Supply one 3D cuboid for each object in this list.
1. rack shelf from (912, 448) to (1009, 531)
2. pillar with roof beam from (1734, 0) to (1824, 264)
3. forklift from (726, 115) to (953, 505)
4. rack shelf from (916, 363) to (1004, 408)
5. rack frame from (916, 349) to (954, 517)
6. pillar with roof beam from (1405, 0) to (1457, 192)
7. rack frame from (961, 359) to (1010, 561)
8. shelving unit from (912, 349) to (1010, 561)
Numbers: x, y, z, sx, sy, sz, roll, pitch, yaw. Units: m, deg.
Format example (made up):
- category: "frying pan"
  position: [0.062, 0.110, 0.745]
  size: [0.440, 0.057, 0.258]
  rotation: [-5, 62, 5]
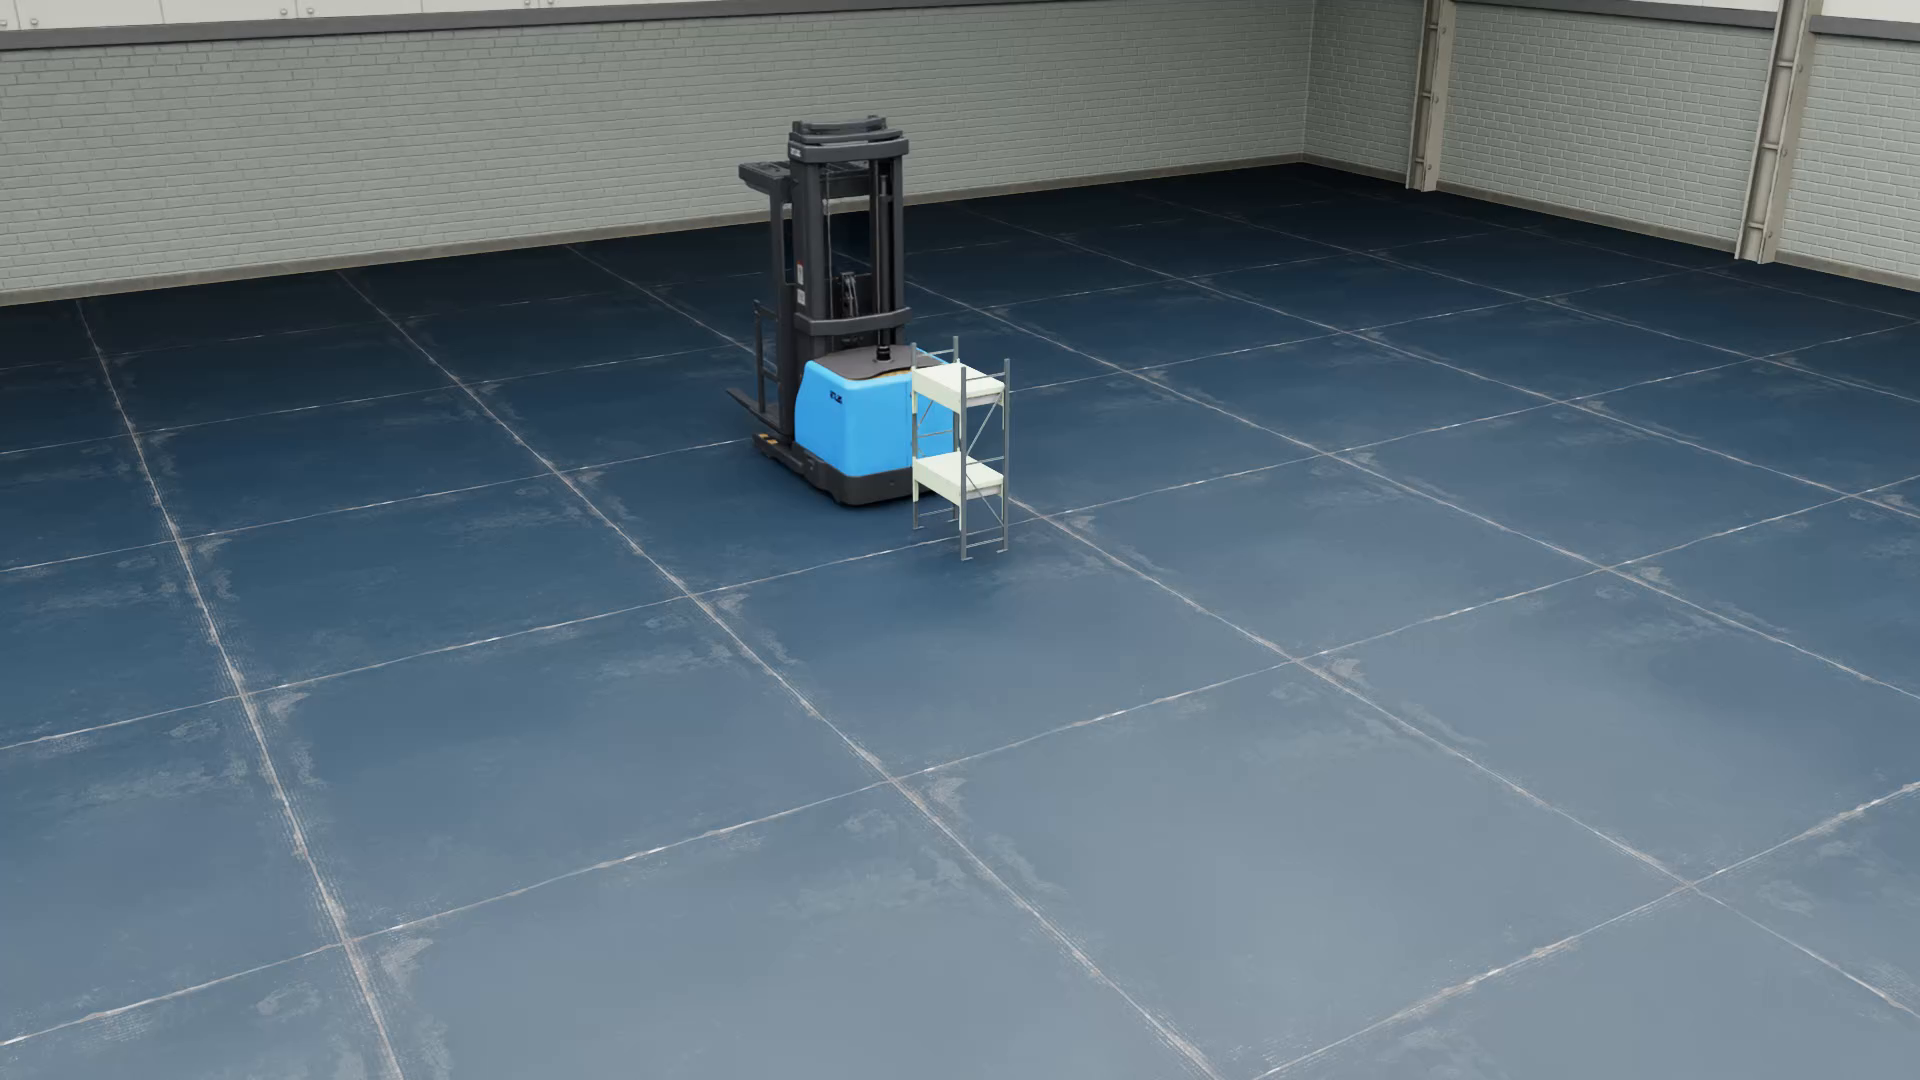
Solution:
- category: "rack shelf"
  position: [-0.003, -0.395, 12.657]
  size: [0.431, 0.370, 0.720]
  rotation: [-13, 25, -28]
- category: "pillar with roof beam"
  position: [6.757, -7.029, 18.153]
  size: [9.100, 9.000, 0.400]
  rotation: [-13, 25, -28]
- category: "forklift"
  position: [-1.173, -2.149, 14.205]
  size: [1.130, 2.935, 3.031]
  rotation: [-12, 25, -27]
- category: "rack shelf"
  position: [-0.003, -1.149, 12.351]
  size: [0.368, 0.124, 0.686]
  rotation: [-13, 25, -28]
- category: "rack frame"
  position: [-0.192, -0.815, 12.825]
  size: [0.380, 1.308, 0.010]
  rotation: [-13, 25, -28]
- category: "pillar with roof beam"
  position: [3.692, -8.971, 22.932]
  size: [9.100, 9.000, 0.400]
  rotation: [-13, 25, -28]
- category: "rack frame"
  position: [0.184, -0.578, 12.243]
  size: [0.400, 1.500, 0.023]
  rotation: [-13, 25, -28]
- category: "shelving unit"
  position: [-0.002, -0.696, 12.532]
  size: [0.431, 1.500, 0.748]
  rotation: [-13, 25, -28]
